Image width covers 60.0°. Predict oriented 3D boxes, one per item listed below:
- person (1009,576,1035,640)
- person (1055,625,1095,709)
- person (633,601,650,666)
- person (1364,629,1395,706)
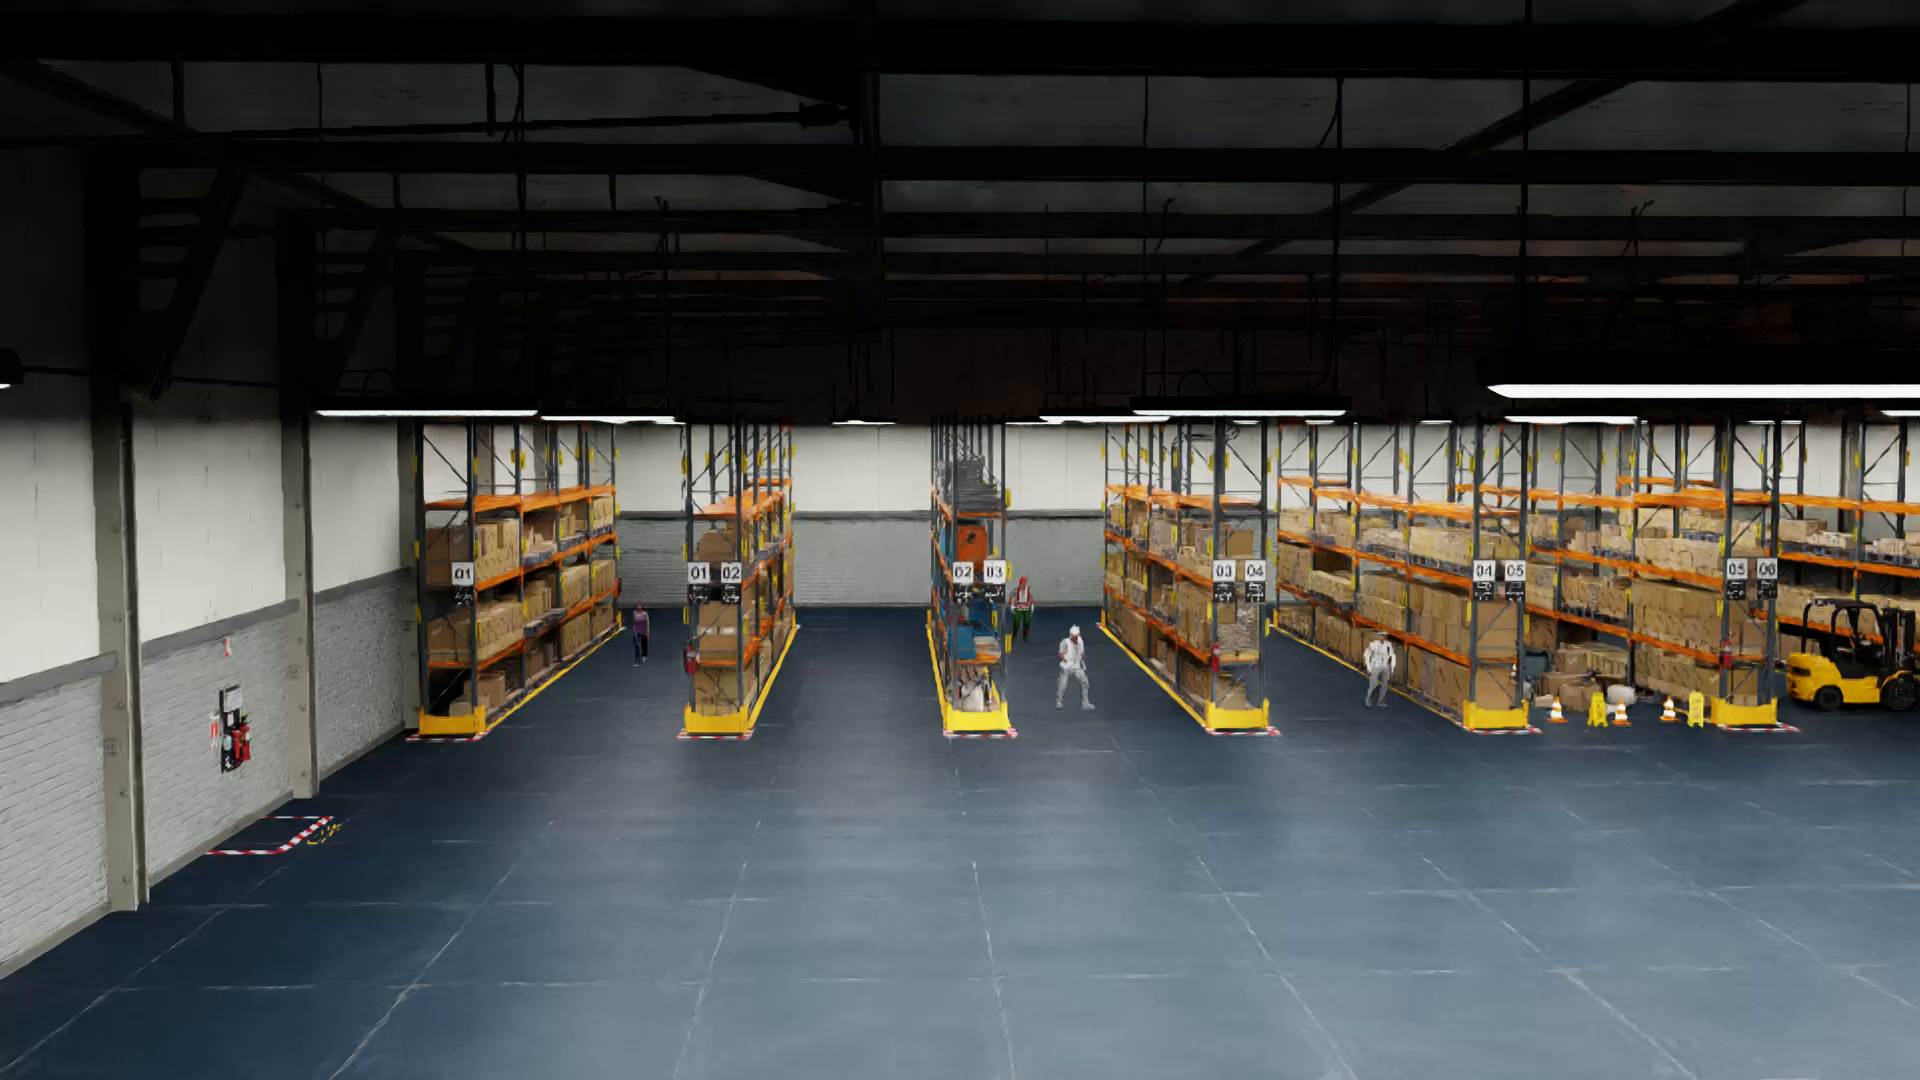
[{"bbox_3d":[1.661,1.833,44.515,0.677,1.742,0.552,0,4,-4],"label":"person"},{"bbox_3d":[2.270,2.564,33.637,0.696,1.717,0.798,-2,4,-22],"label":"person"},{"bbox_3d":[-7.655,2.224,39.983,0.430,1.540,0.949,0,4,-4],"label":"person"},{"bbox_3d":[8.578,2.603,33.999,0.639,1.628,0.512,0,4,-4],"label":"person"}]
